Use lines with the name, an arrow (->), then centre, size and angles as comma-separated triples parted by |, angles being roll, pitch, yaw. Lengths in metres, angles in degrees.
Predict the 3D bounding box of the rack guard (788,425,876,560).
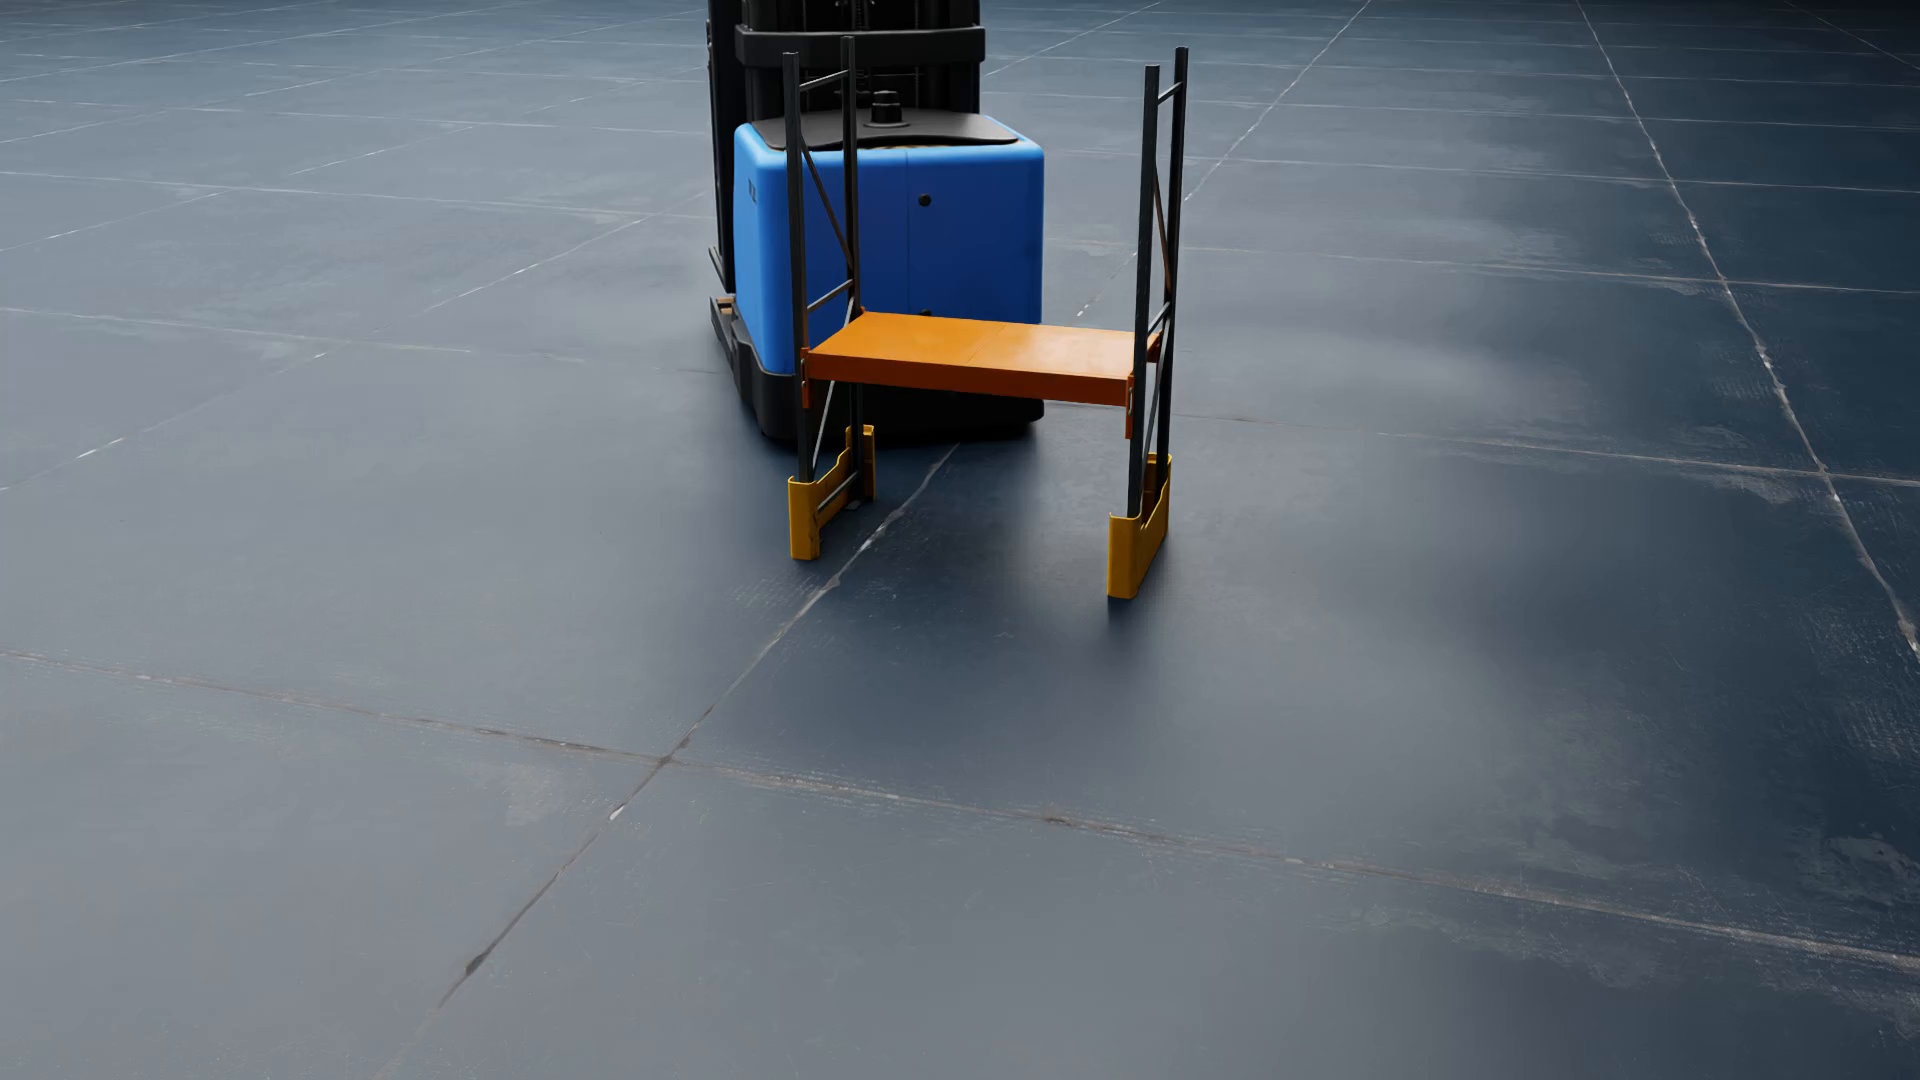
rack guard -> -0.404, -0.162, 5.335 | 0.087, 0.250, 0.587 | 7, 23, 16

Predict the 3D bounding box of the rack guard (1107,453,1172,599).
rack guard -> 0.550, -0.053, 5.069 | 0.087, 0.250, 0.587 | 7, 23, 16

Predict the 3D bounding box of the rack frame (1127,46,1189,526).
rack frame -> 0.568, -0.629, 4.827 | 0.032, 1.500, 0.500 | 7, 23, 16

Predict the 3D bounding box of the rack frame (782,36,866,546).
rack frame -> -0.405, -0.740, 5.098 | 0.032, 1.500, 0.500 | 7, 23, 16

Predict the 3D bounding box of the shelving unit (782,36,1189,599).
shelving unit -> 0.073, -0.686, 4.965 | 1.083, 1.500, 0.587 | 7, 23, 16

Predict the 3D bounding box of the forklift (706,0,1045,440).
forklift -> -0.516, -2.244, 6.880 | 1.130, 2.935, 3.031 | -5, 23, -12

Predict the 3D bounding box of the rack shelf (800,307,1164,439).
rack shelf -> 0.082, -0.518, 5.031 | 1.000, 0.185, 0.538 | 7, 23, 16
